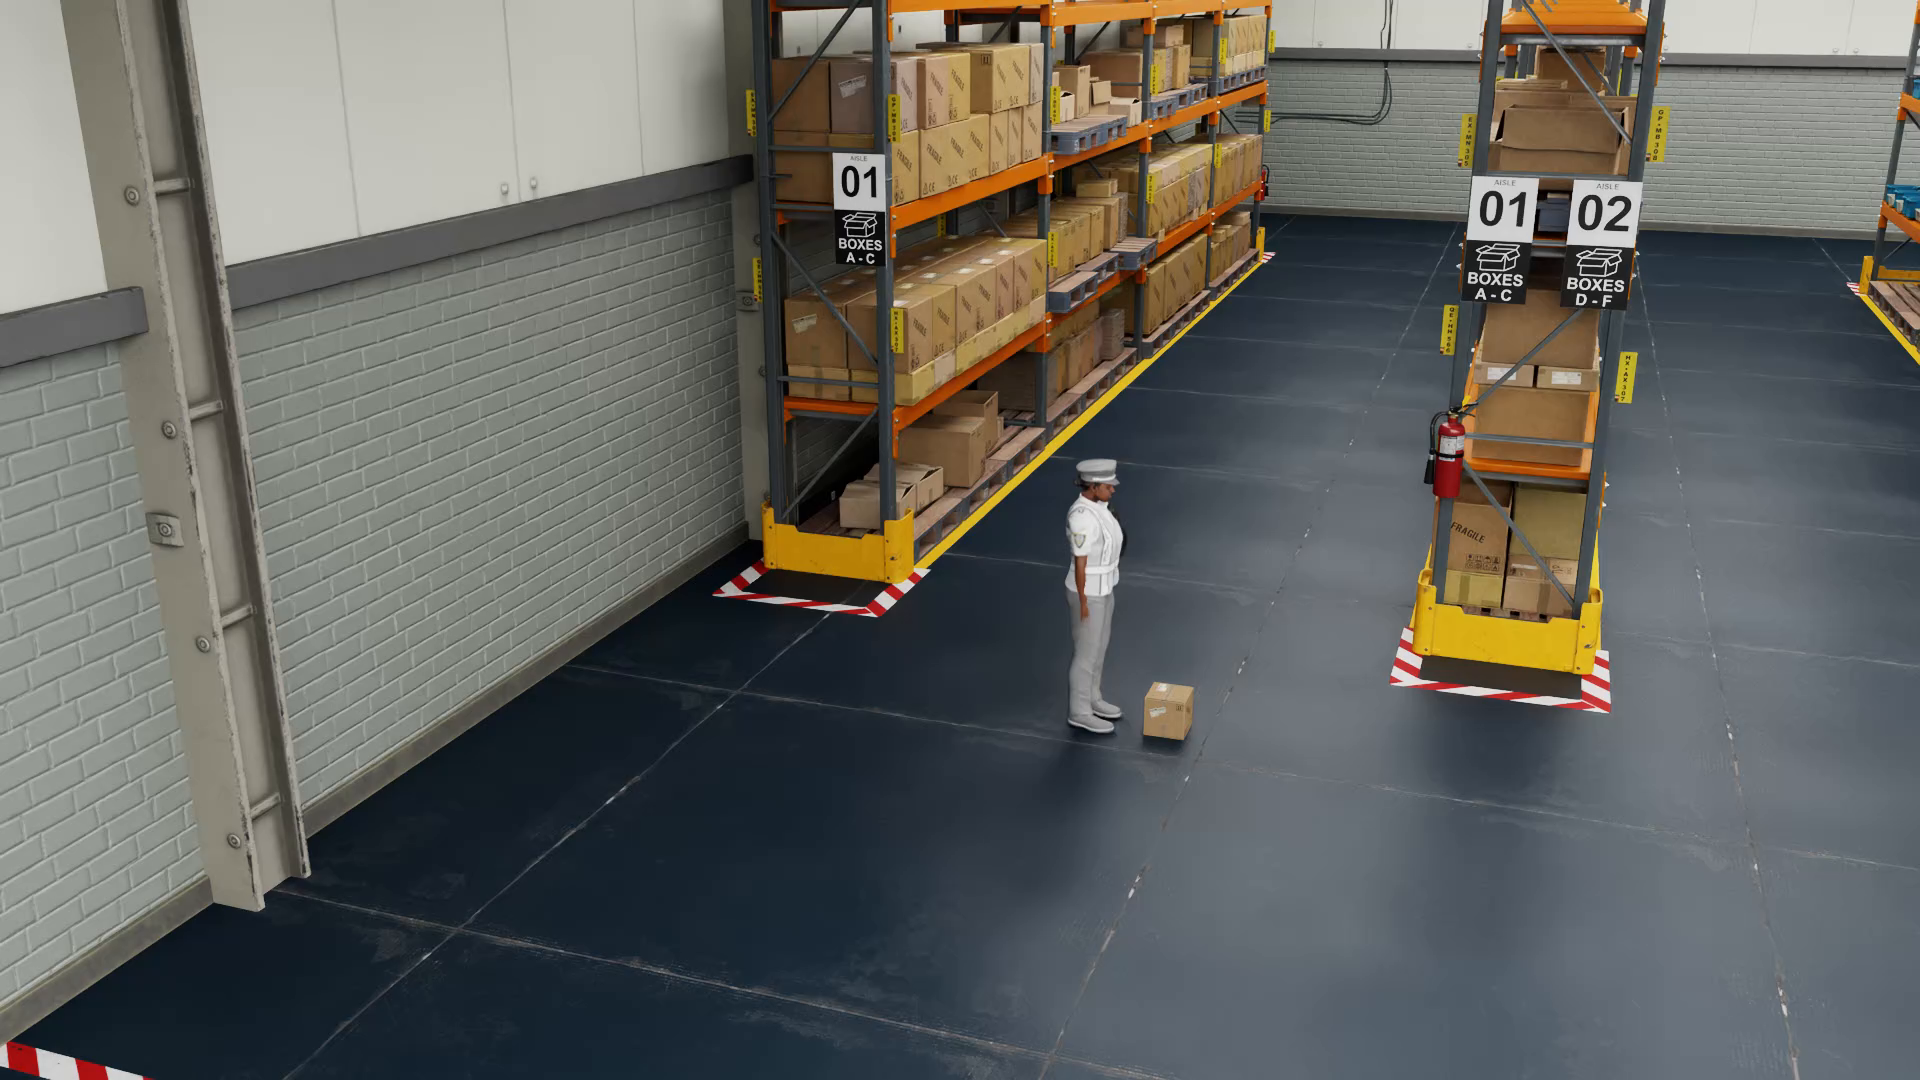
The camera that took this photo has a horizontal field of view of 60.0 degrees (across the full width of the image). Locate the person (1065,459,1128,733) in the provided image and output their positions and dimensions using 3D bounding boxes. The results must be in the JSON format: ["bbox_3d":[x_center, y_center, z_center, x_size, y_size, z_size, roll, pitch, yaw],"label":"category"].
[{"bbox_3d":[0.823,0.320,10.100,0.355,1.668,0.443,7,20,19],"label":"person"}]
